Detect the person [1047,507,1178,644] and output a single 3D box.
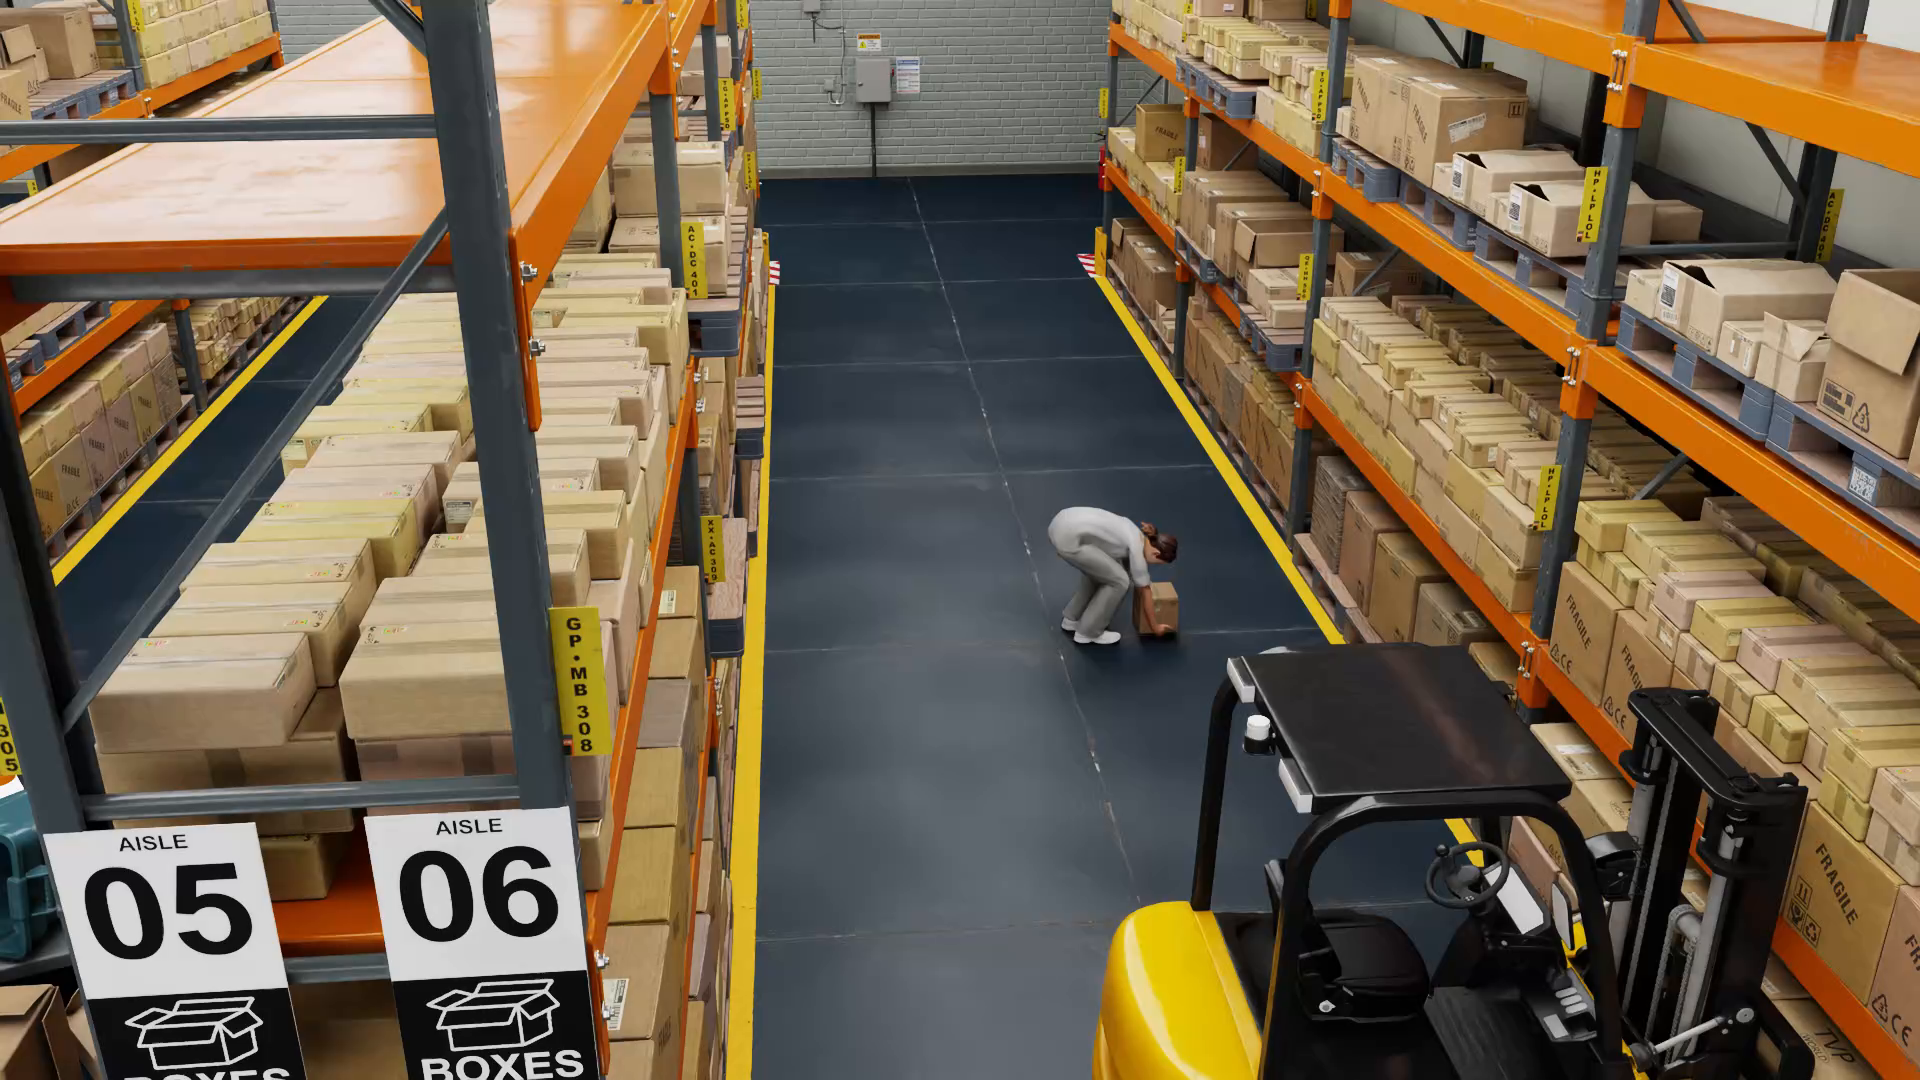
[{"bbox_3d":[0.989,0.209,10.809,0.848,0.888,0.464,-3,24,-8],"label":"person"}]
